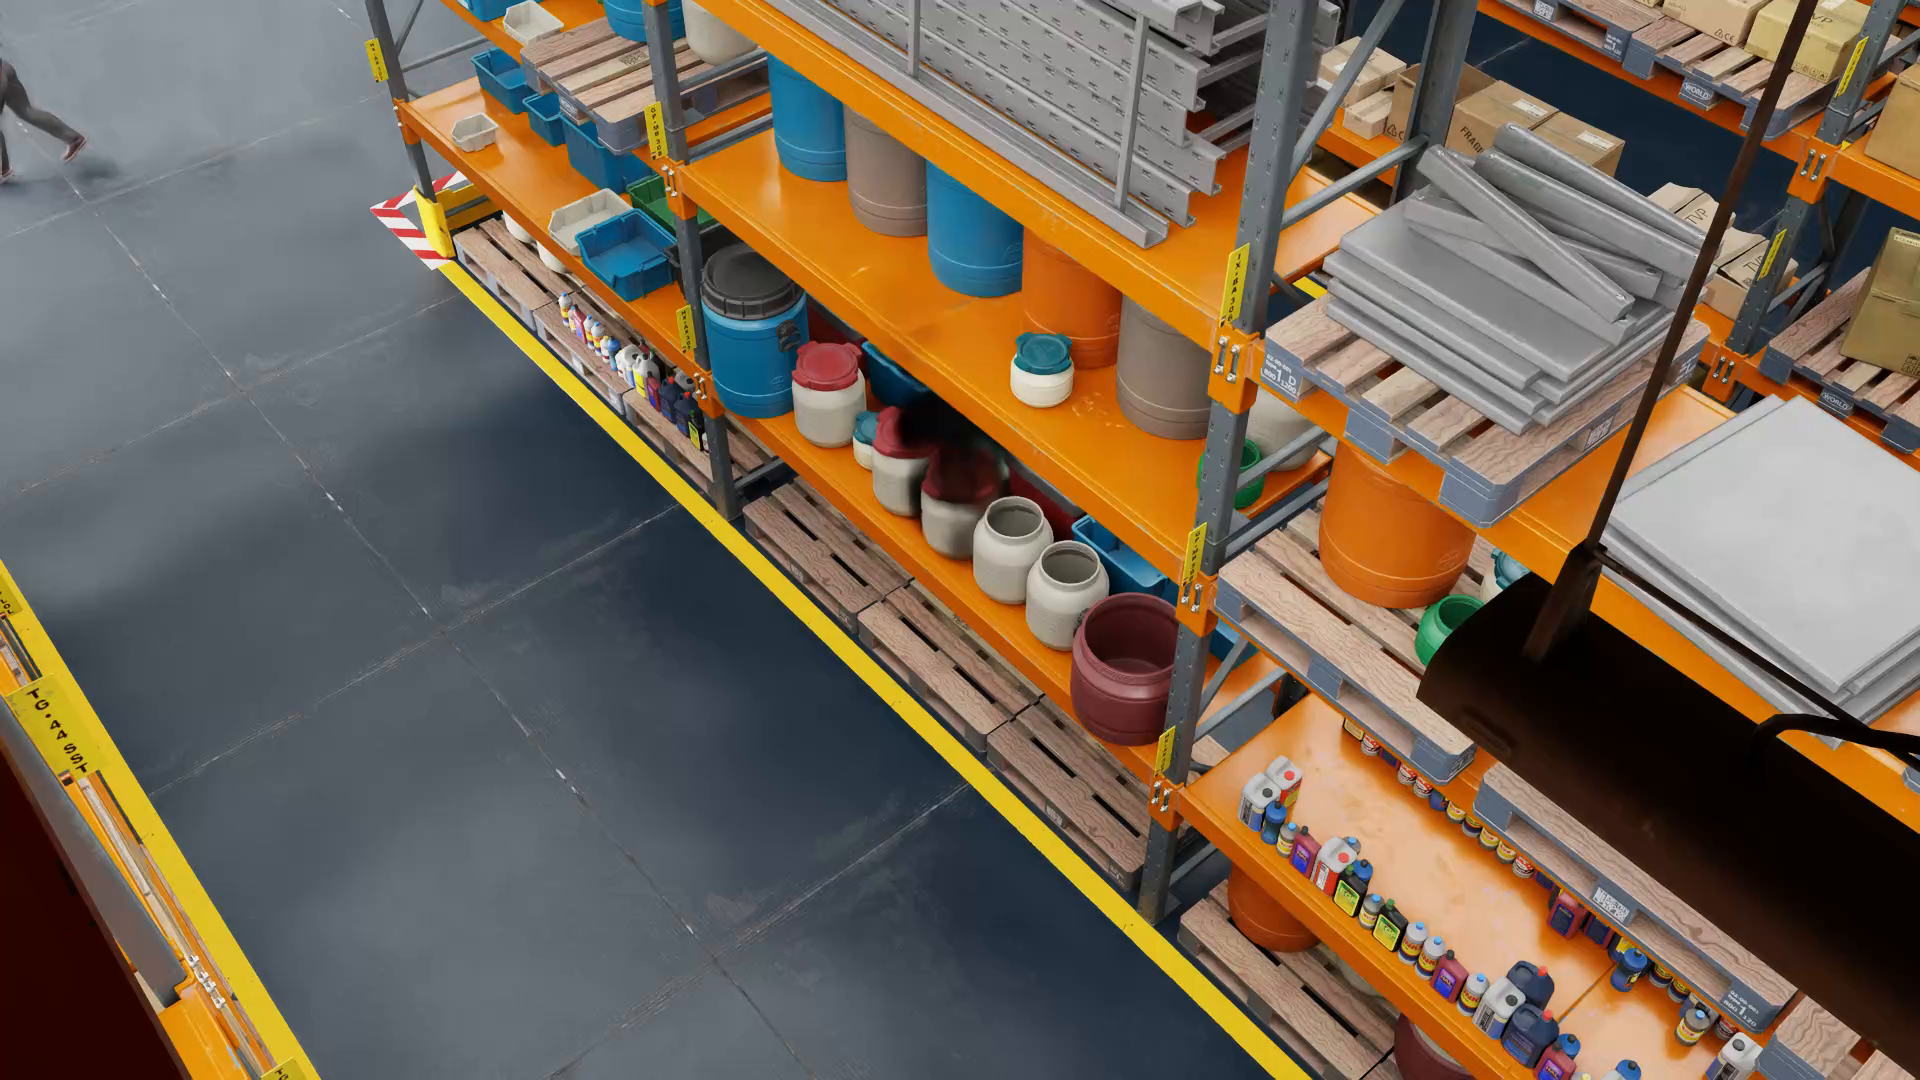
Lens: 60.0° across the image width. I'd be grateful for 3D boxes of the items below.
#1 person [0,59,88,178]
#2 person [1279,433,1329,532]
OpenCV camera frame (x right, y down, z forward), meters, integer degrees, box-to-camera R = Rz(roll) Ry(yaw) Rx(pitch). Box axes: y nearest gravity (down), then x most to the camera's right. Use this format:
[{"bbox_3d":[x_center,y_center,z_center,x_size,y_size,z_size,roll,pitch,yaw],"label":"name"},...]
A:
[{"bbox_3d":[-7.698,-3.656,13.302,0.899,1.675,0.539,-8,47,-7],"label":"person"},{"bbox_3d":[2.346,-0.394,9.735,0.911,1.819,0.701,35,56,28],"label":"person"}]
